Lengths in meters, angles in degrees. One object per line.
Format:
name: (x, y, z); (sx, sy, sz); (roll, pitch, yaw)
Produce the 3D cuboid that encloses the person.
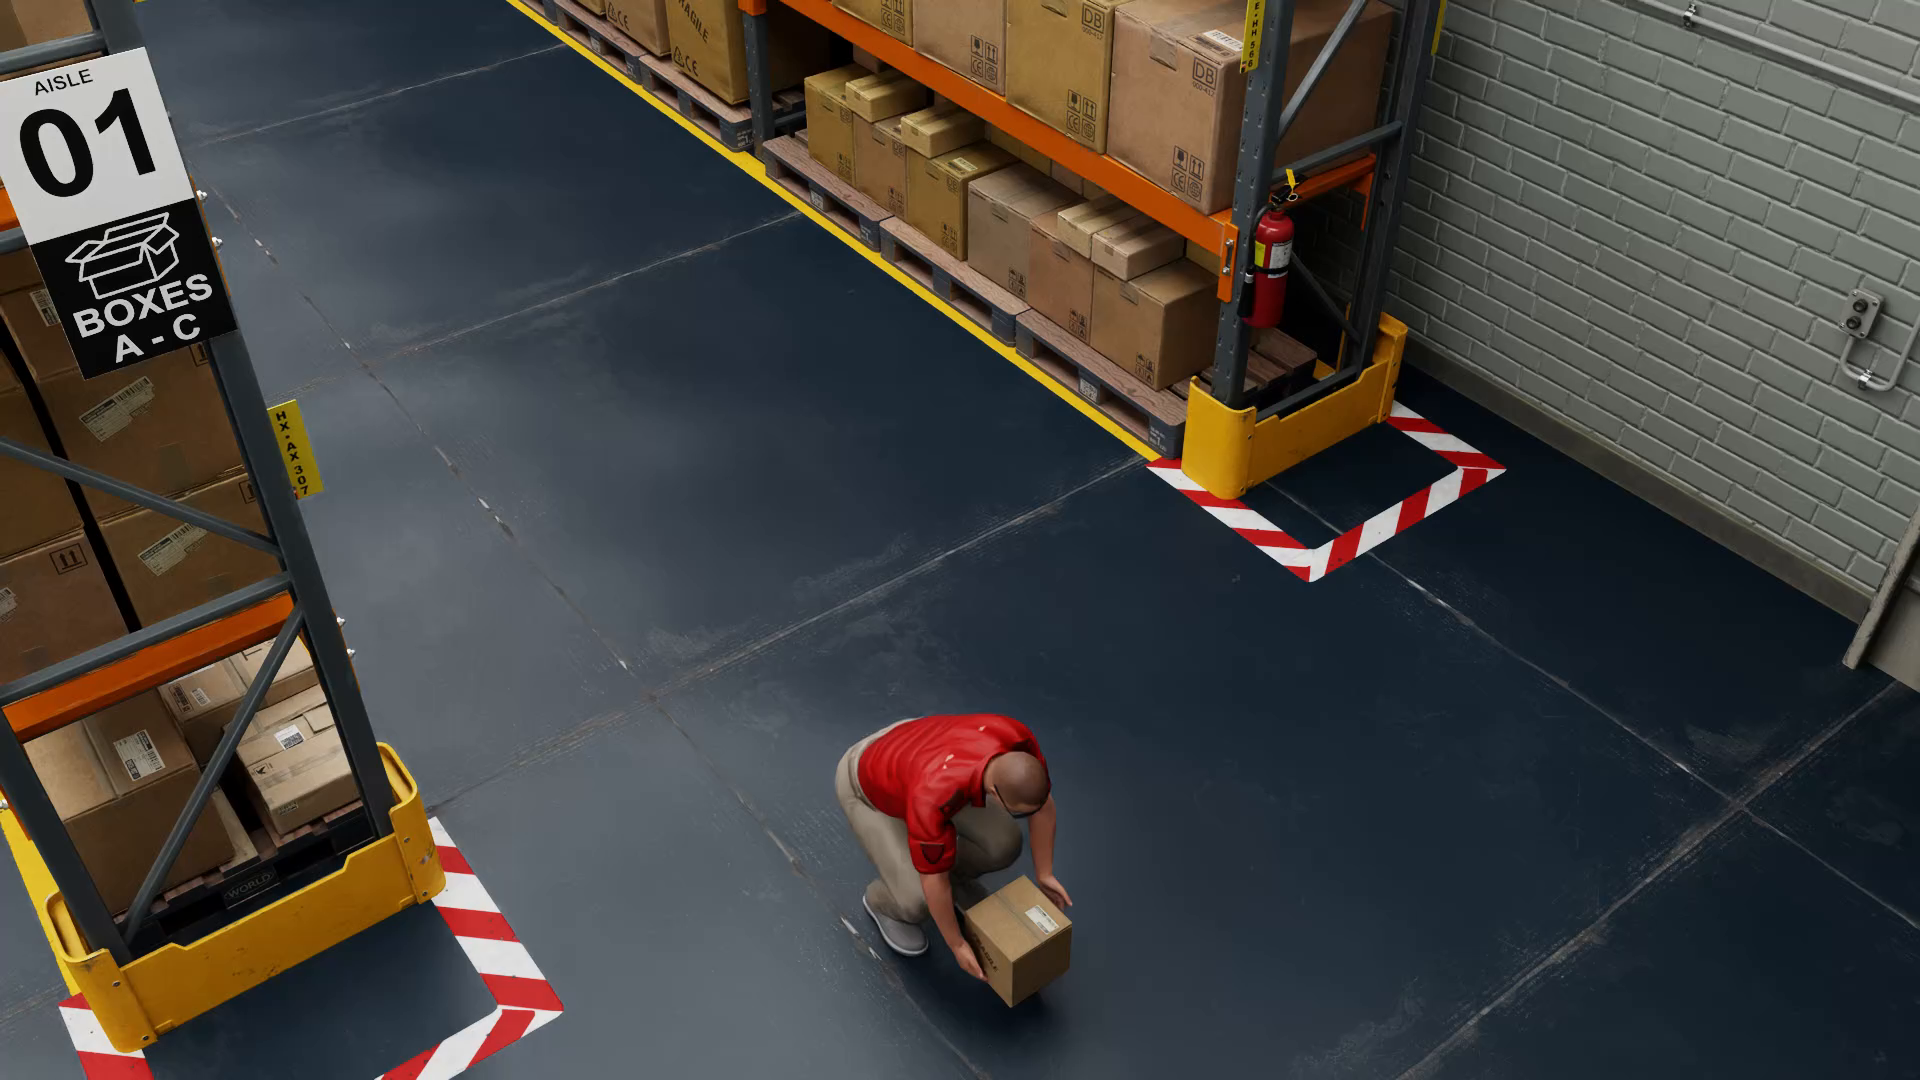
person: (-0.026, 0.936, 5.560); (0.573, 1.085, 0.845); (-26, 47, -28)
